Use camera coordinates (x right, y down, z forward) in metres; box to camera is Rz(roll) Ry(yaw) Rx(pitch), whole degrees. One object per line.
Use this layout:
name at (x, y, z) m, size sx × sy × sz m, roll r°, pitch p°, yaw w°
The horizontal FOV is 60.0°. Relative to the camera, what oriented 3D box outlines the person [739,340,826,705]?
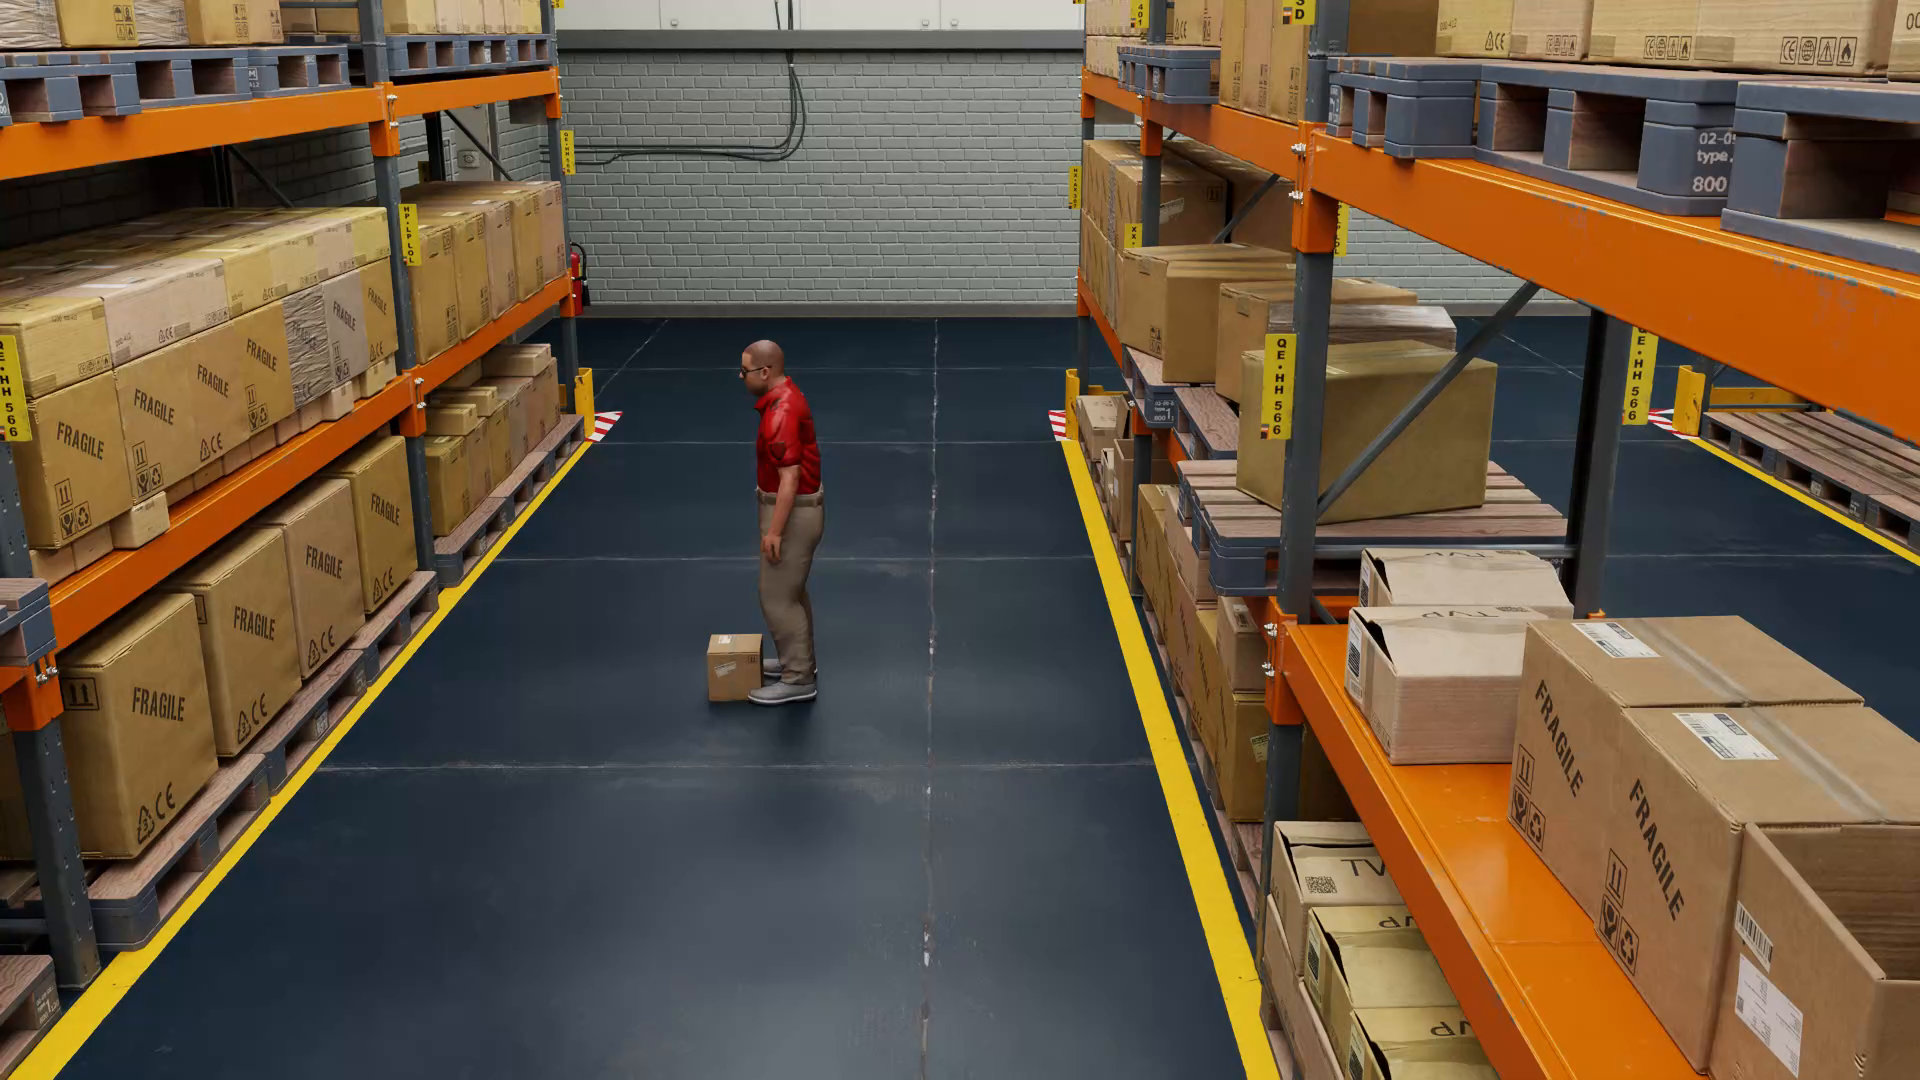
person at (-0.835, -0.094, 7.875) m, size 0.389 × 1.726 × 0.588 m, roll 0°, pitch 17°, yaw -1°
